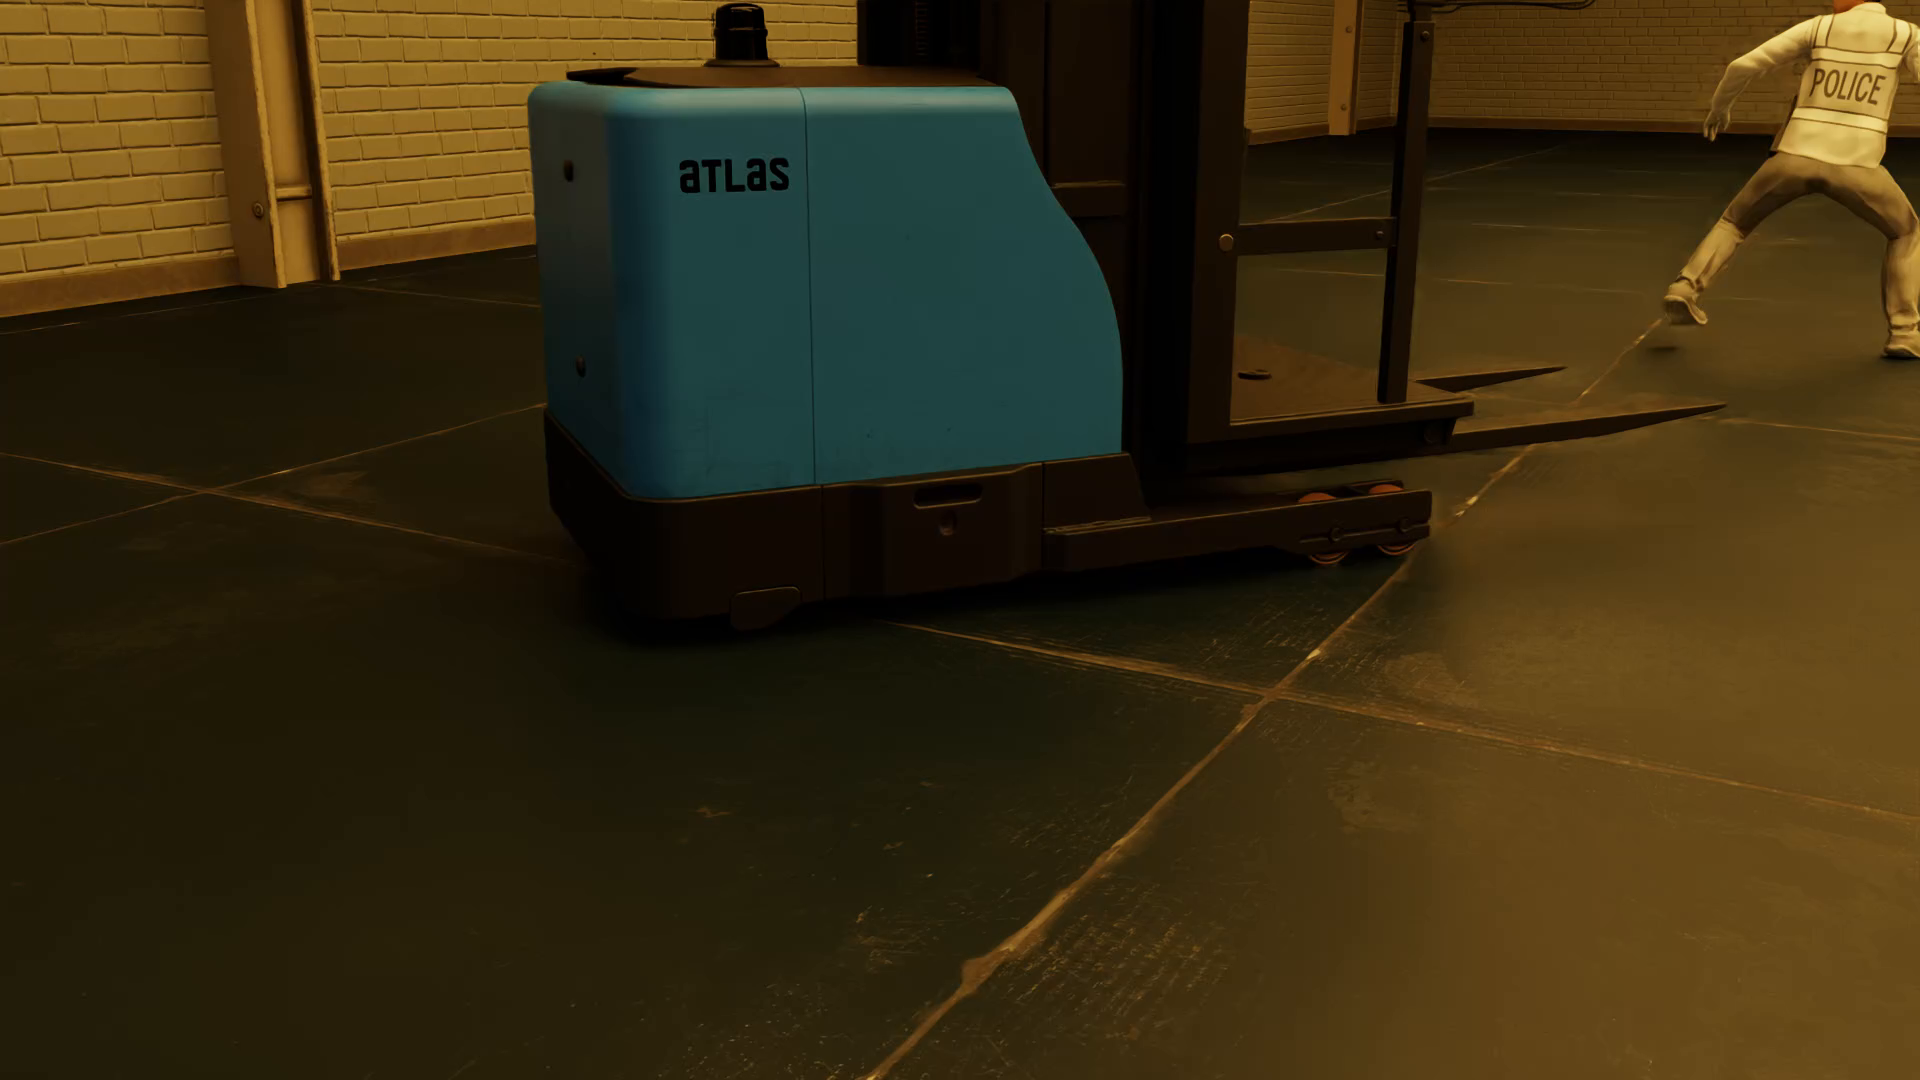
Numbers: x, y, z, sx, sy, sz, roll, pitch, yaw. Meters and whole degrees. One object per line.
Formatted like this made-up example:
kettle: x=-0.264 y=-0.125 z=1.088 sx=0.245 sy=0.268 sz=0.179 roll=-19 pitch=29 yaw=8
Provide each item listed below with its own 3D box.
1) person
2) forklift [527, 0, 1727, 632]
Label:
person: x=3.367 y=-1.426 z=6.333 sx=1.099 sy=1.566 sz=0.472 roll=10 pitch=19 yaw=30
forklift: x=0.558 y=-1.477 z=3.868 sx=3.031 sy=2.935 sz=1.130 roll=-7 pitch=18 yaw=-22
